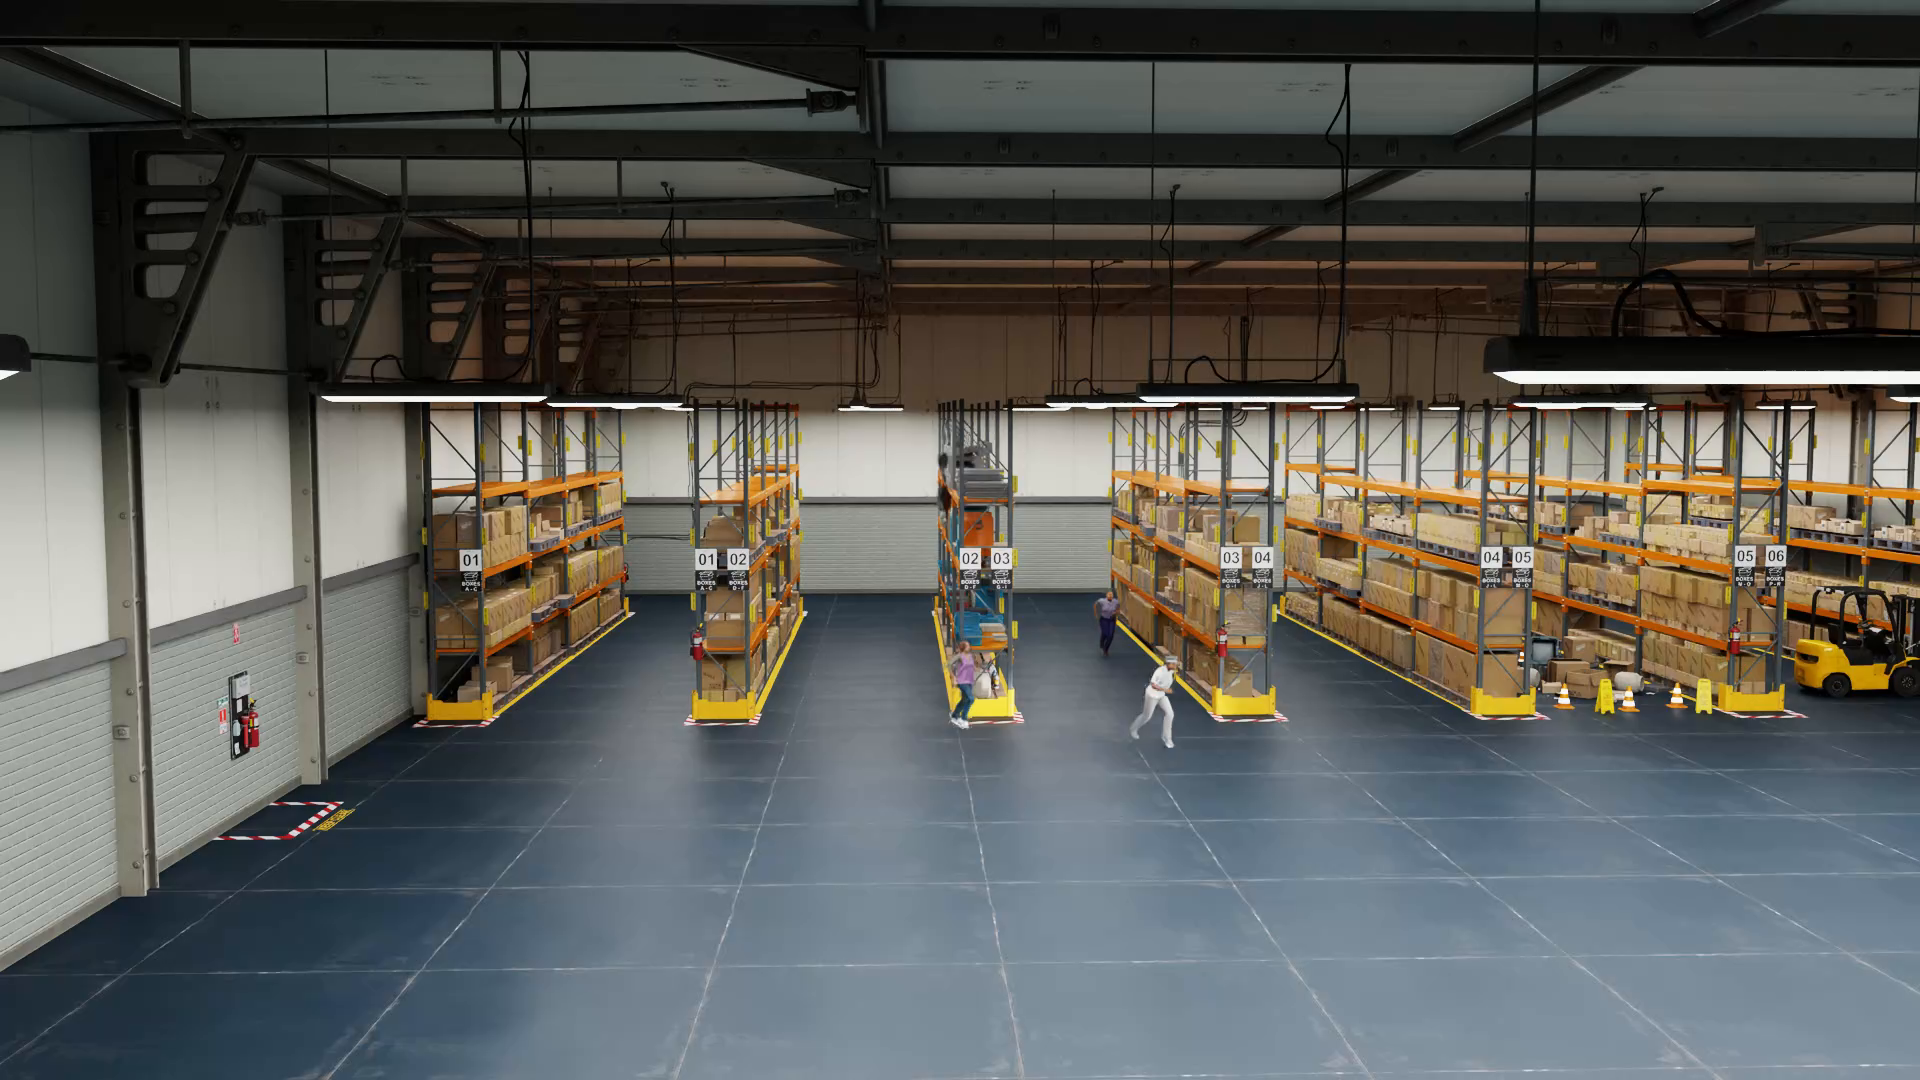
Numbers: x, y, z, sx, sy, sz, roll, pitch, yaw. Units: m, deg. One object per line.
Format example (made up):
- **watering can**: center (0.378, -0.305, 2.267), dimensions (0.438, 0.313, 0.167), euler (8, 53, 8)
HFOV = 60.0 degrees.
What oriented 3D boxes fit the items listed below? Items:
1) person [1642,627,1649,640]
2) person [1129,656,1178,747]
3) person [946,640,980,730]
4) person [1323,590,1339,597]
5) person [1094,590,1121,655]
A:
- **person**: center (16.681, 1.786, 40.121), dimensions (0.692, 1.796, 0.889), euler (0, 4, 0)
- **person**: center (3.365, 2.773, 28.873), dimensions (0.981, 1.624, 0.619), euler (4, 6, 40)
- **person**: center (0.086, 2.639, 30.193), dimensions (0.688, 1.609, 0.505), euler (3, 5, 36)
- **person**: center (10.844, 1.231, 48.636), dimensions (0.674, 1.654, 0.626), euler (-2, 5, -28)
- **person**: center (3.505, 1.966, 39.385), dimensions (0.592, 1.560, 0.664), euler (-1, 4, -10)
